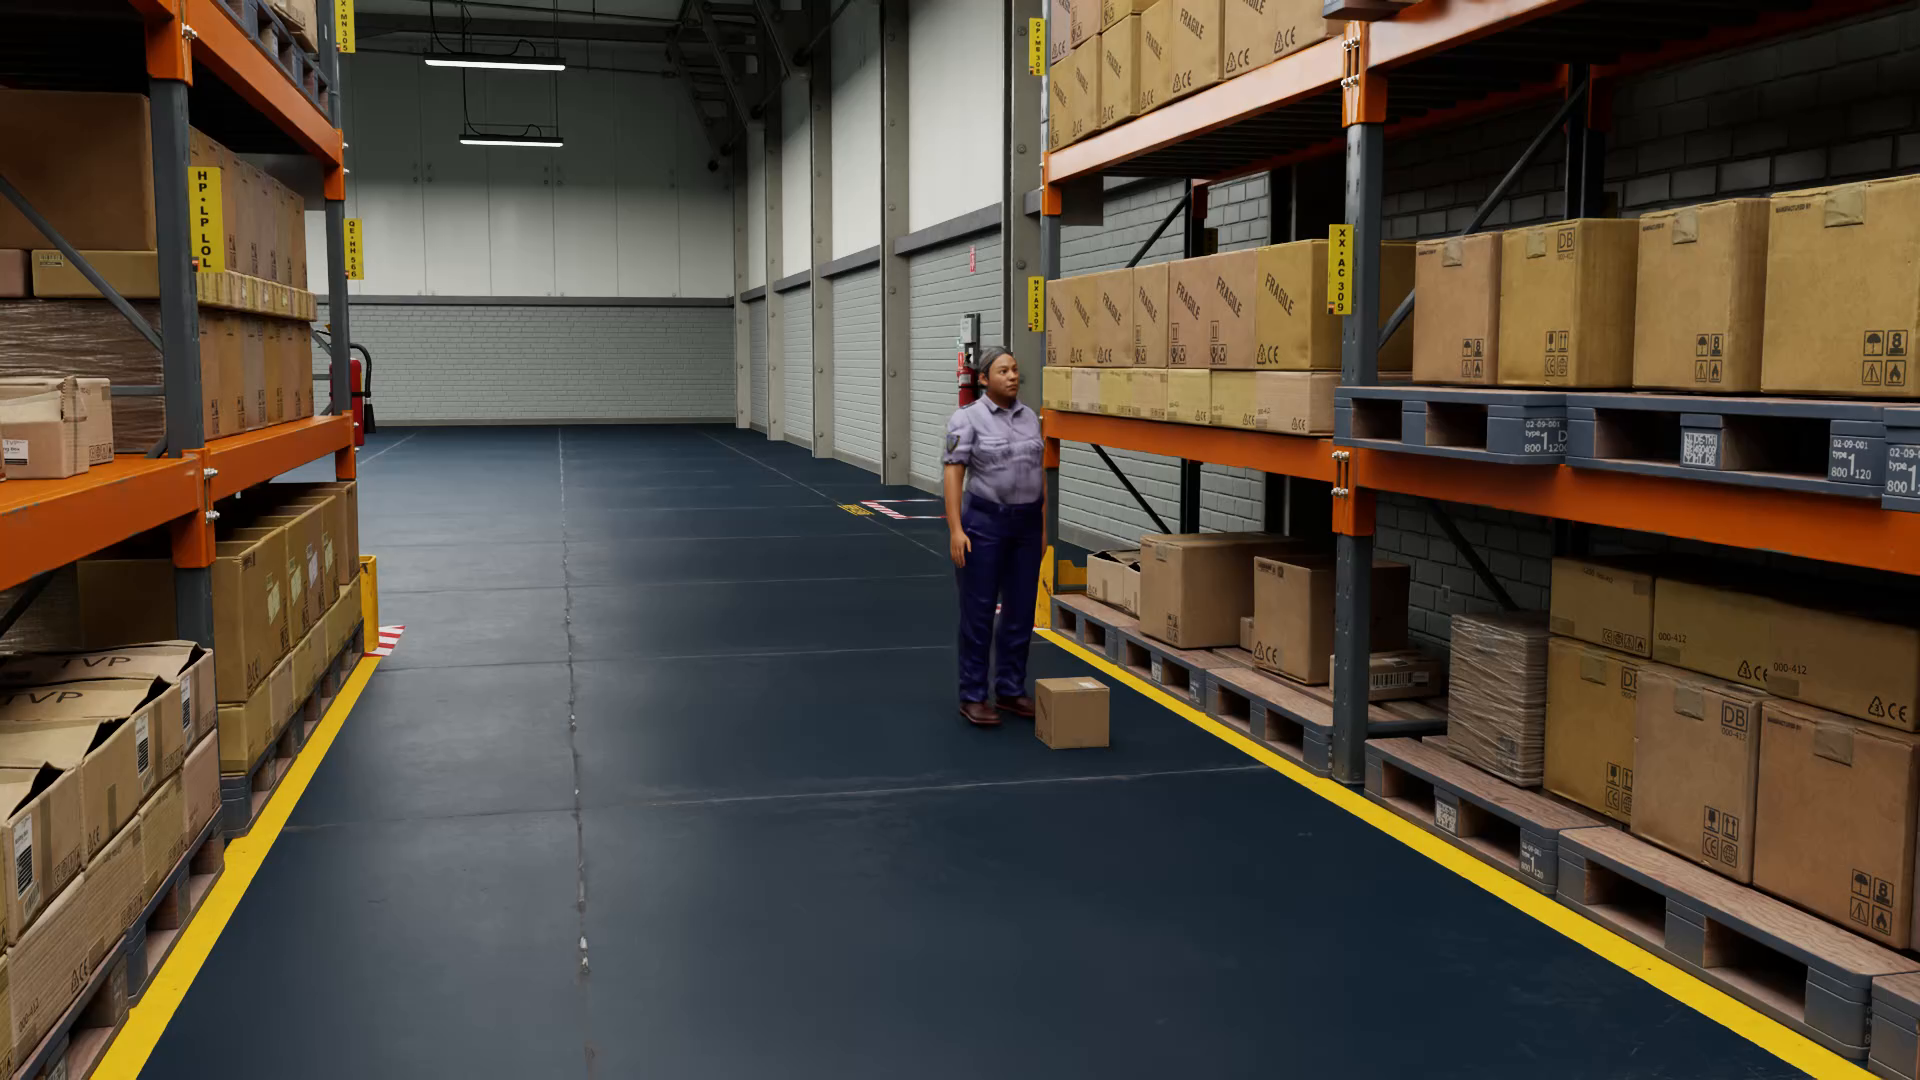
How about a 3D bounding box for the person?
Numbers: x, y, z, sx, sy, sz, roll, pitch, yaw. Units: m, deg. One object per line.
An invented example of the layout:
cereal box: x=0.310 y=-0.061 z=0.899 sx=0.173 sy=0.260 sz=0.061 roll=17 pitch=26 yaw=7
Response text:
person: x=0.174 y=-0.056 z=7.309 sx=0.566 sy=1.583 sz=0.329 roll=-4 pitch=7 yaw=-32
